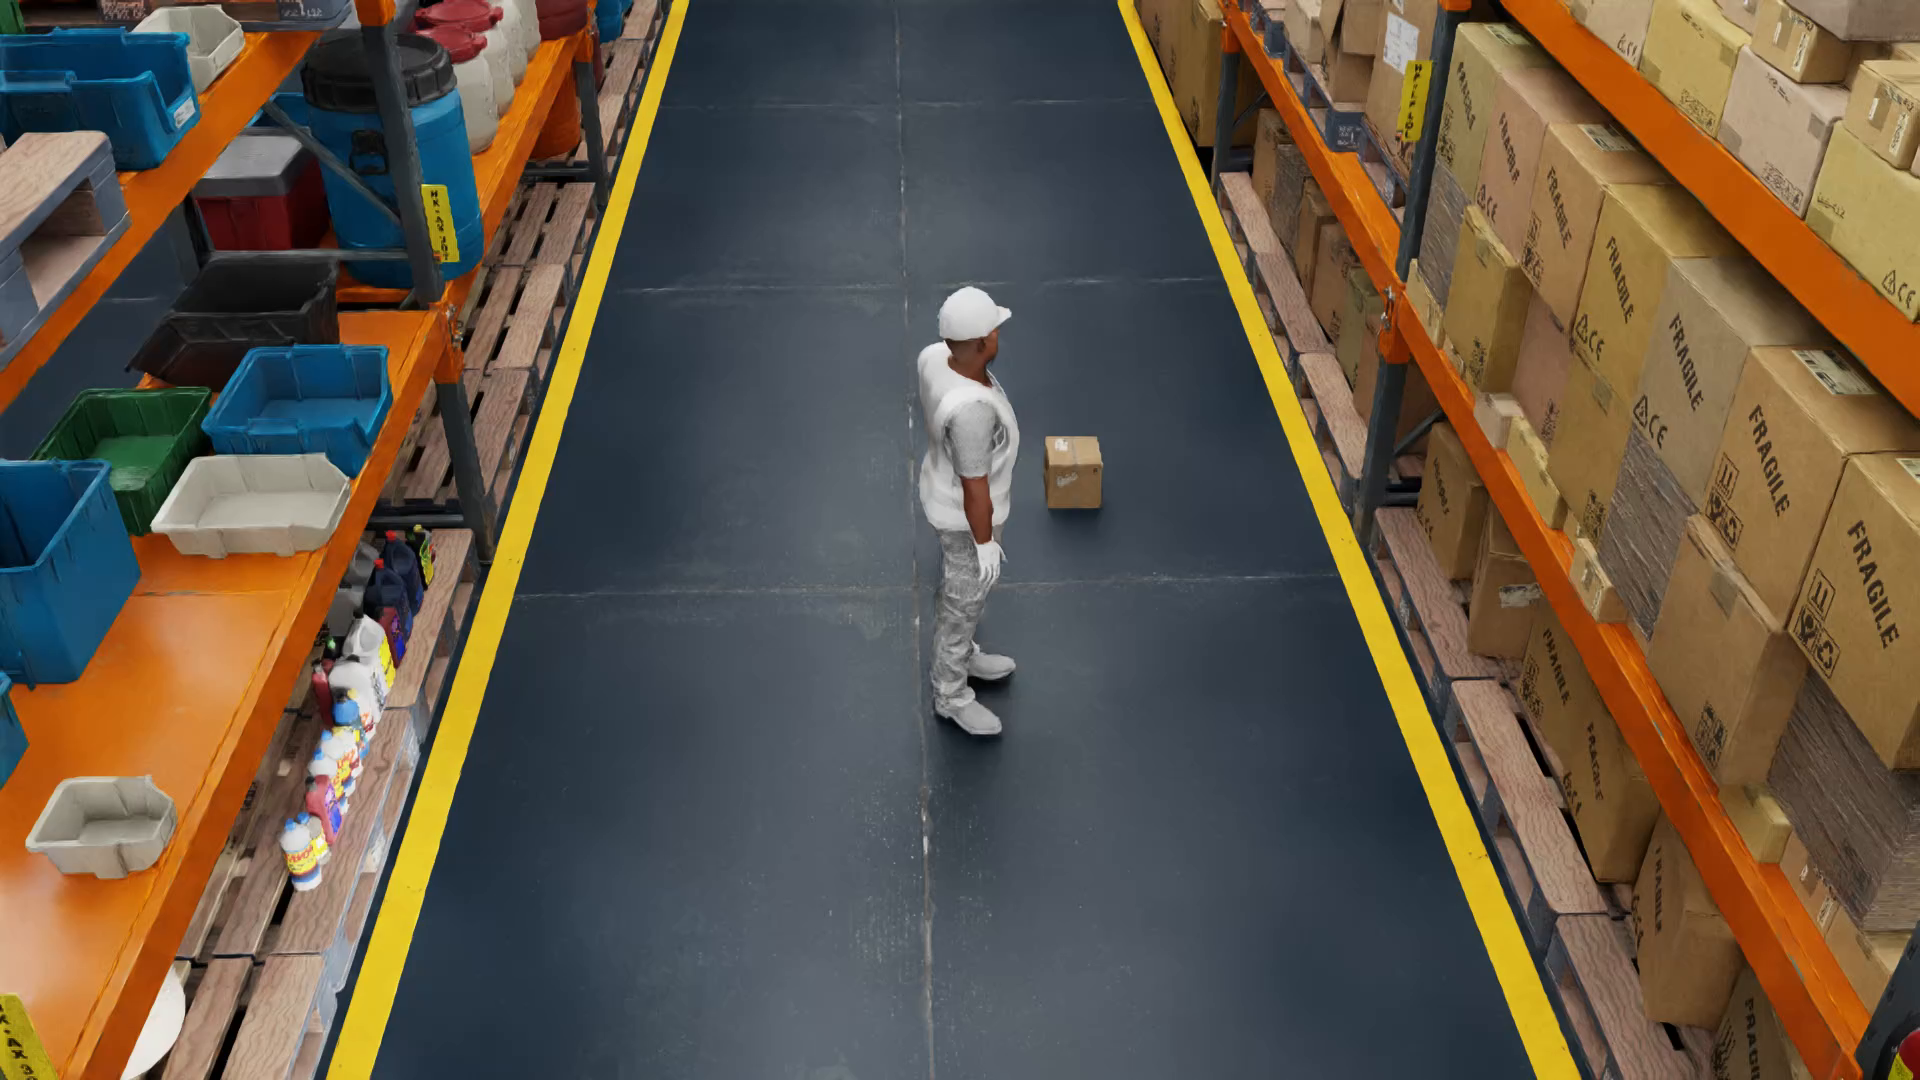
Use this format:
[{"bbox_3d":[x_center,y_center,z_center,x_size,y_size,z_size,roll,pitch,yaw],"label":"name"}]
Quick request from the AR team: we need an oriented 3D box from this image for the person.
[{"bbox_3d":[0.048,-0.127,6.257,0.391,1.791,0.632,-5,35,-7],"label":"person"}]
